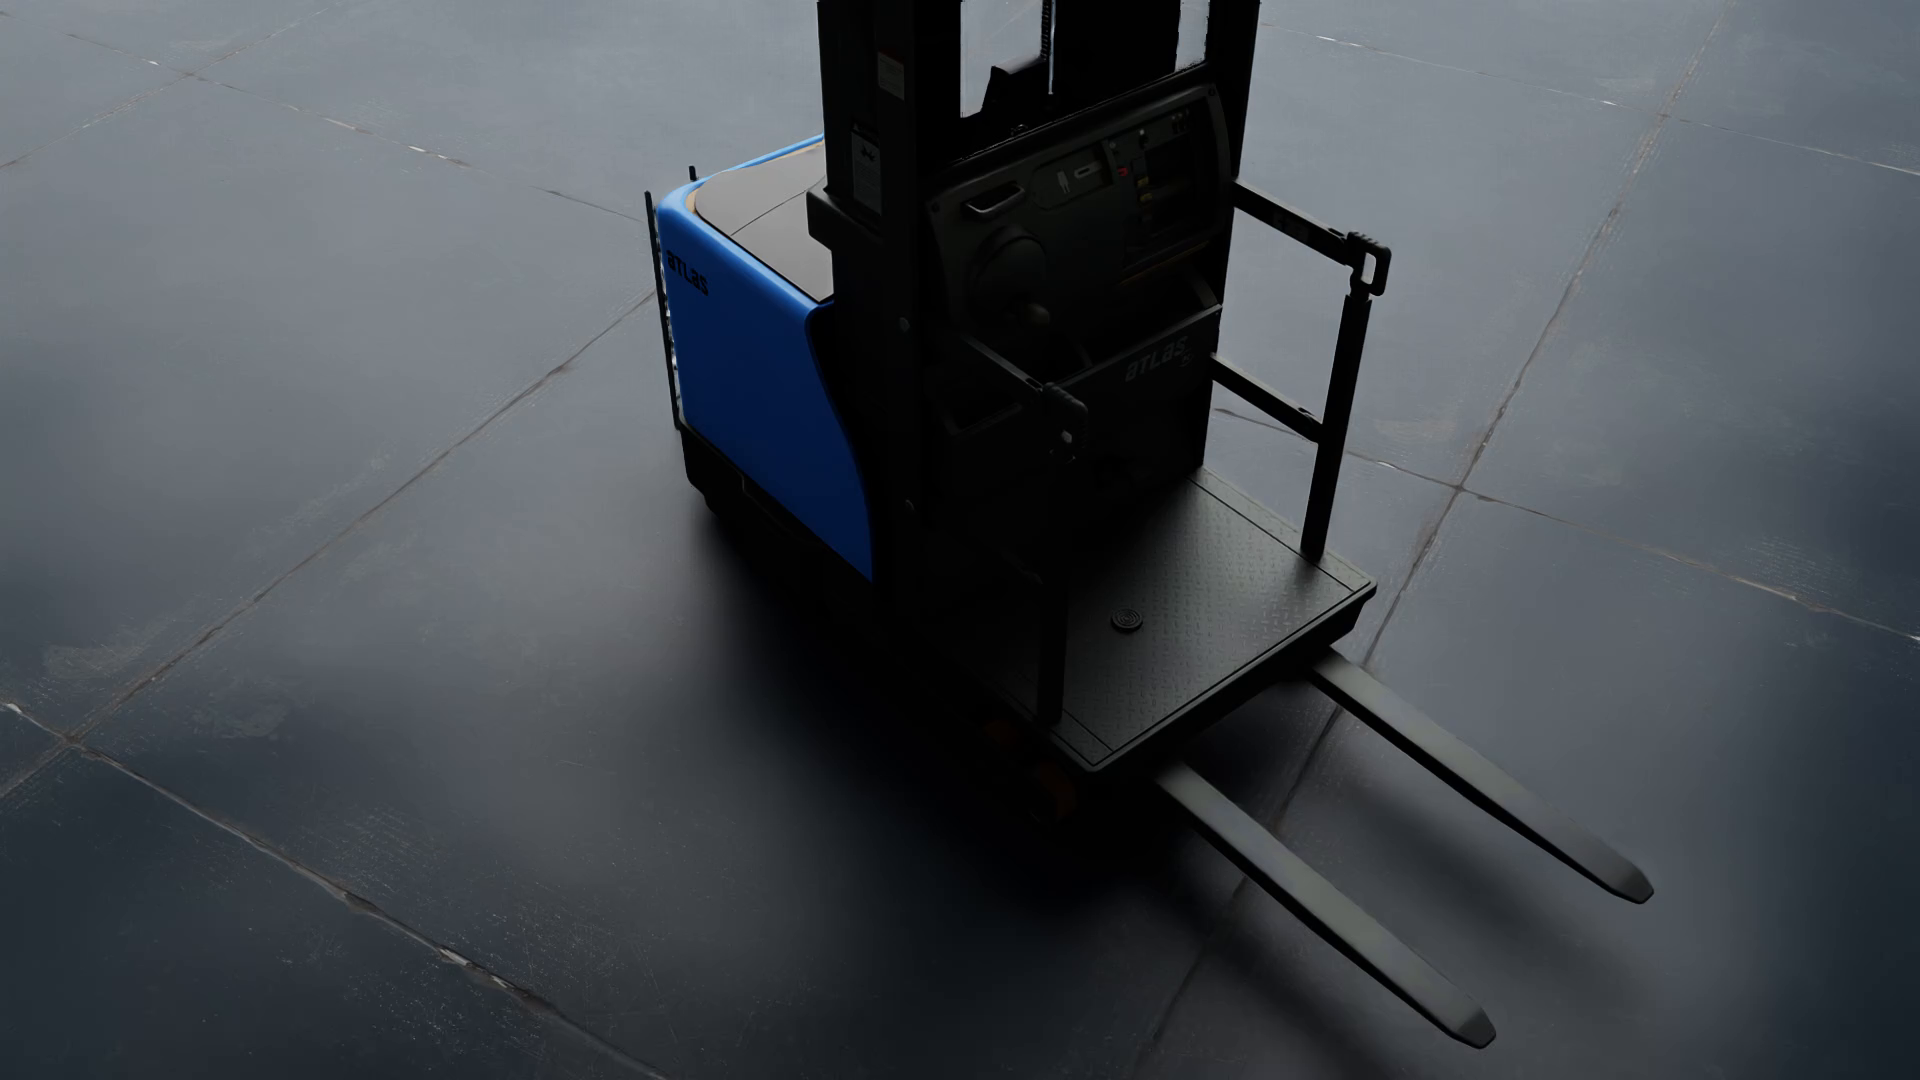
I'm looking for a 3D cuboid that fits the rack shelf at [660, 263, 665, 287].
[{"bbox_3d":[-0.811,-0.847,5.302,0.258,0.077,0.200,24,46,25],"label":"rack shelf"}]

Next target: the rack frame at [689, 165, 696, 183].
[{"bbox_3d":[-0.754,-0.789,5.461,0.240,0.900,0.006,24,46,25],"label":"rack frame"}]

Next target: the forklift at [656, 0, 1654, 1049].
[{"bbox_3d":[0.438,-0.728,3.859,1.130,2.935,3.031,-29,49,-28],"label":"forklift"}]

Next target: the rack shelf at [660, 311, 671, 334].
[{"bbox_3d":[-0.812,-0.710,5.418,0.258,0.077,0.200,24,46,25],"label":"rack shelf"}]

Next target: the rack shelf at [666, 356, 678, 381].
[{"bbox_3d":[-0.813,-0.572,5.534,0.258,0.077,0.200,24,46,25],"label":"rack shelf"}]

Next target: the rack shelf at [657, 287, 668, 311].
[{"bbox_3d":[-0.811,-0.778,5.360,0.258,0.077,0.200,24,46,25],"label":"rack shelf"}]

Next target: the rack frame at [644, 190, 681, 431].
[{"bbox_3d":[-0.869,-0.681,5.332,0.240,0.900,0.006,24,46,25],"label":"rack frame"}]

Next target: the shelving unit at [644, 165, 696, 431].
[{"bbox_3d":[-0.812,-0.735,5.396,0.258,0.900,0.210,24,46,25],"label":"shelving unit"}]

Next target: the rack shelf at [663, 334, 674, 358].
[{"bbox_3d":[-0.812,-0.641,5.476,0.258,0.077,0.200,24,46,25],"label":"rack shelf"}]

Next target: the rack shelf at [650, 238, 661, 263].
[{"bbox_3d":[-0.810,-0.916,5.244,0.258,0.077,0.200,24,46,25],"label":"rack shelf"}]
